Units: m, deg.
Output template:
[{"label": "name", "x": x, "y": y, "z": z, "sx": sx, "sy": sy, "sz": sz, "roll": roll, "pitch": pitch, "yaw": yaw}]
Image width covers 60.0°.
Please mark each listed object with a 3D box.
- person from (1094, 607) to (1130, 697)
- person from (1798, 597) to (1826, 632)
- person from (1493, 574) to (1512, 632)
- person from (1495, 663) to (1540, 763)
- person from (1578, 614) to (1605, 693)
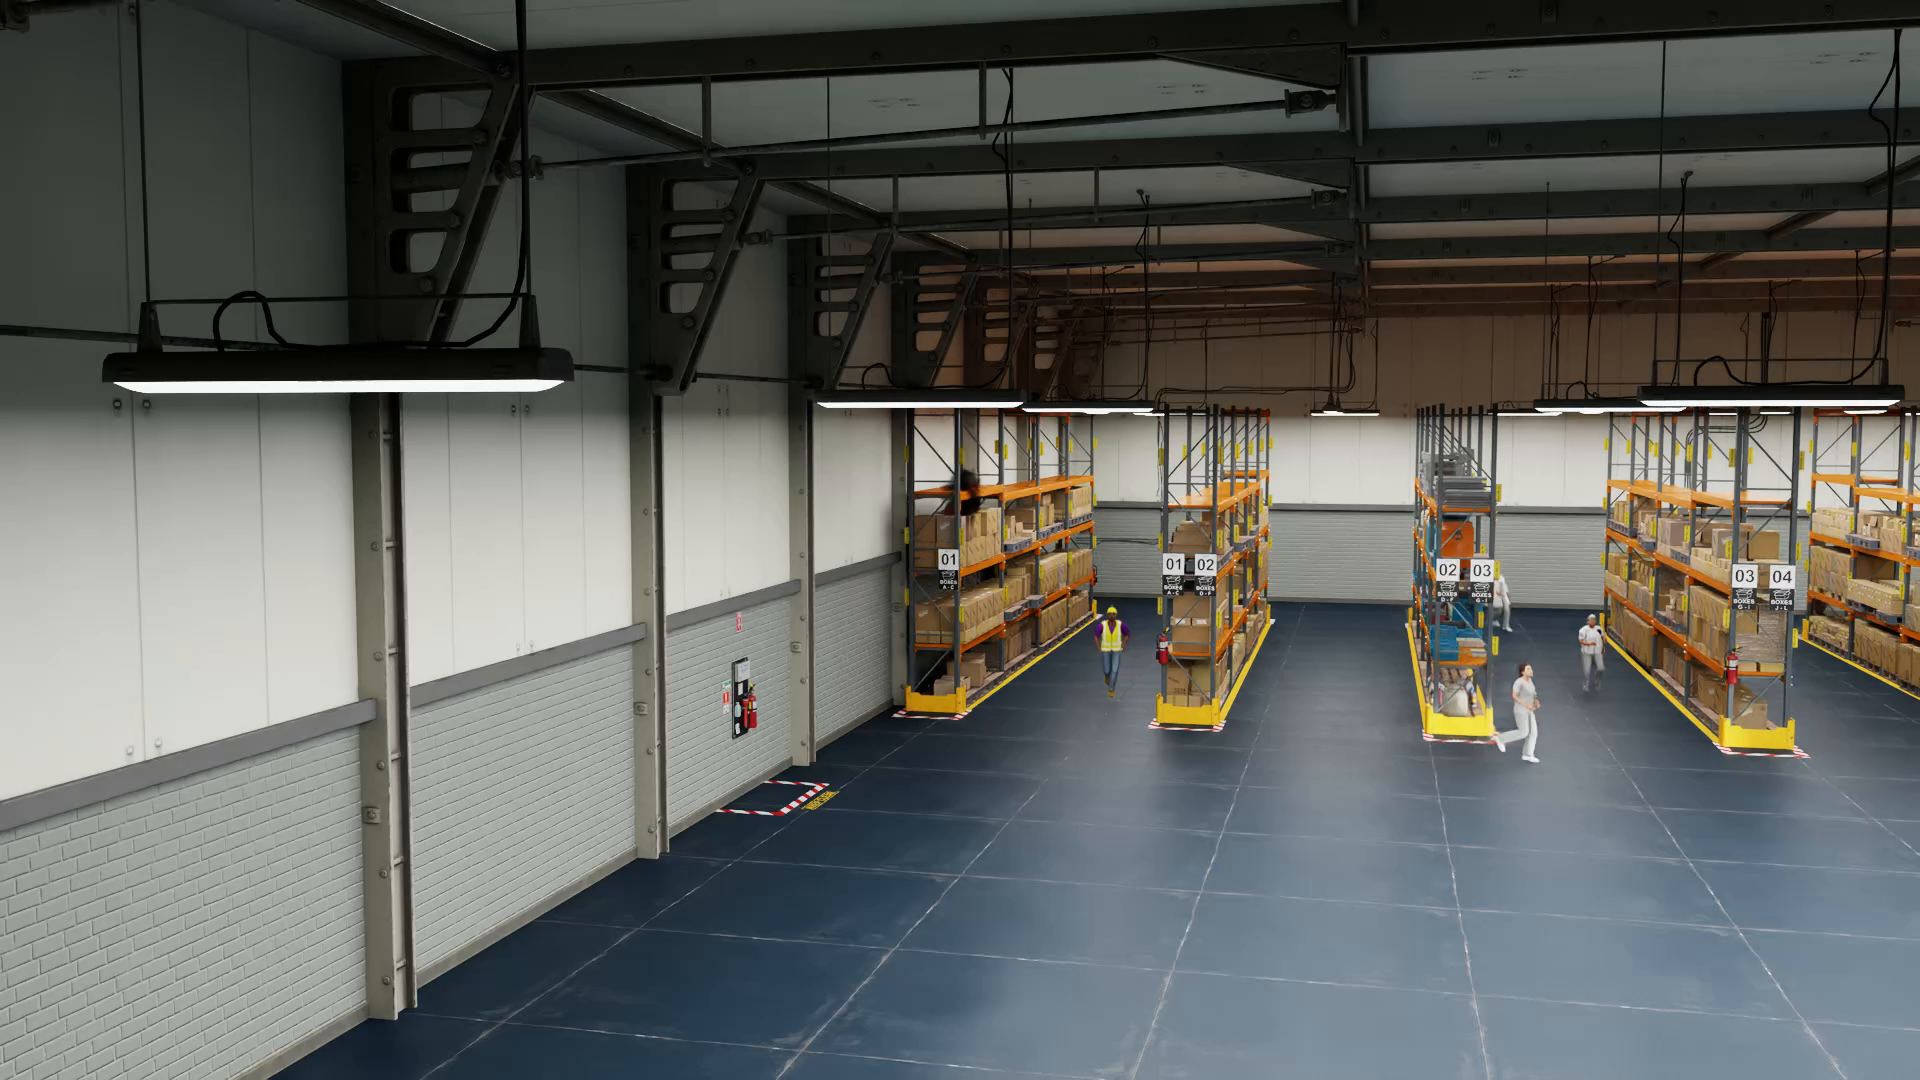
[{"label": "person", "x": 3.007, "y": 2.195, "z": 32.871, "sx": 0.708, "sy": 1.748, "sz": 0.711, "roll": 0, "pitch": 4, "yaw": 5}, {"label": "person", "x": 22.924, "y": 1.646, "z": 44.364, "sx": 0.895, "sy": 1.752, "sz": 0.772, "roll": 2, "pitch": 4, "yaw": 22}, {"label": "person", "x": 14.585, "y": 1.581, "z": 45.065, "sx": 0.748, "sy": 1.759, "sz": 0.862, "roll": -1, "pitch": 4, "yaw": -18}, {"label": "person", "x": 9.436, "y": 2.879, "z": 27.976, "sx": 0.573, "sy": 1.656, "sz": 0.745, "roll": -4, "pitch": 6, "yaw": -43}, {"label": "person", "x": 13.197, "y": 2.372, "z": 34.666, "sx": 0.601, "sy": 1.644, "sz": 0.648, "roll": 0, "pitch": 4, "yaw": 6}]
